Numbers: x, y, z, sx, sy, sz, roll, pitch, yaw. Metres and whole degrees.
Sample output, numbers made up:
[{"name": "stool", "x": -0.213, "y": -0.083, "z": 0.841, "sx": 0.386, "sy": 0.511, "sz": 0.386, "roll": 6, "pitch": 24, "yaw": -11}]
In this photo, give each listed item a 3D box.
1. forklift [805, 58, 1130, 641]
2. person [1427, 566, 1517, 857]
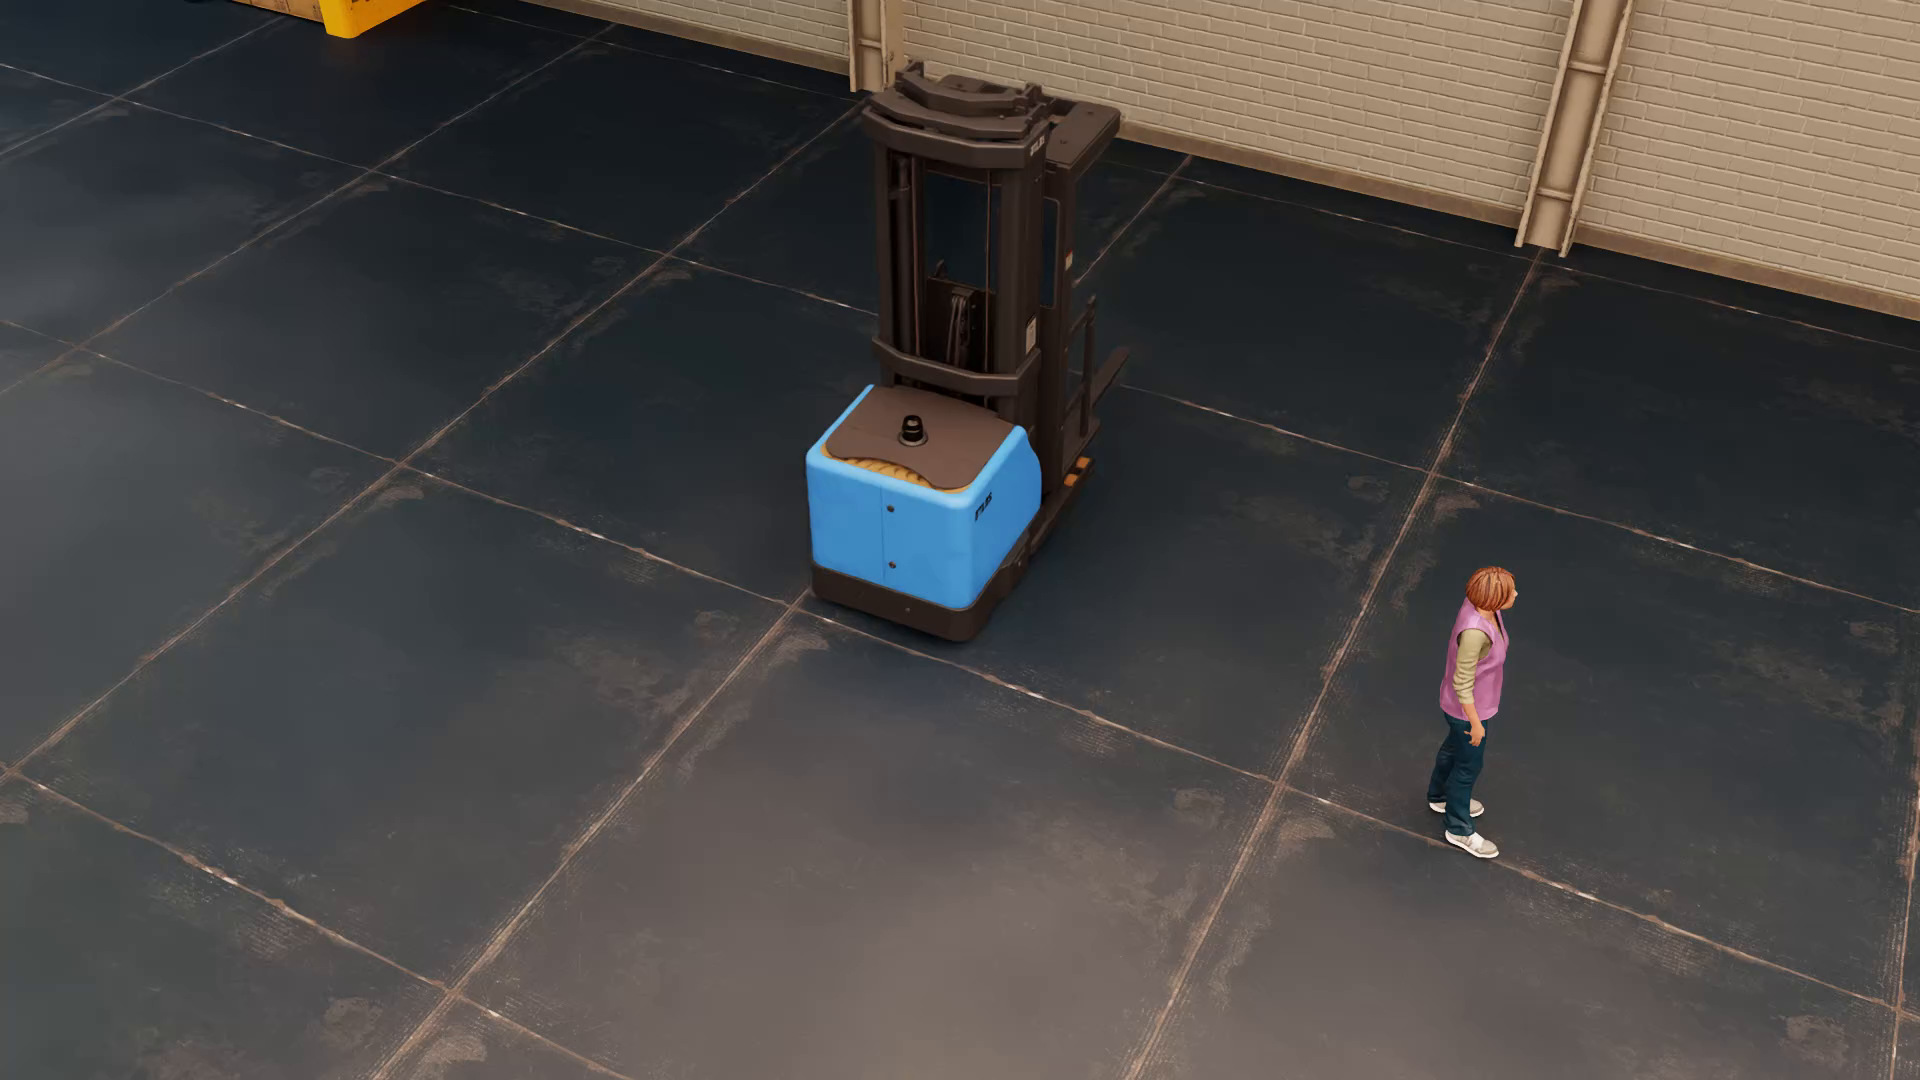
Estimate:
[{"name": "forklift", "x": 0.219, "y": -1.491, "z": 9.756, "sx": 1.130, "sy": 2.935, "sz": 3.031, "roll": 17, "pitch": 43, "yaw": 19}, {"name": "person", "x": 2.549, "y": 0.798, "z": 8.062, "sx": 0.475, "sy": 1.597, "sz": 0.520, "roll": 13, "pitch": 42, "yaw": 15}]
